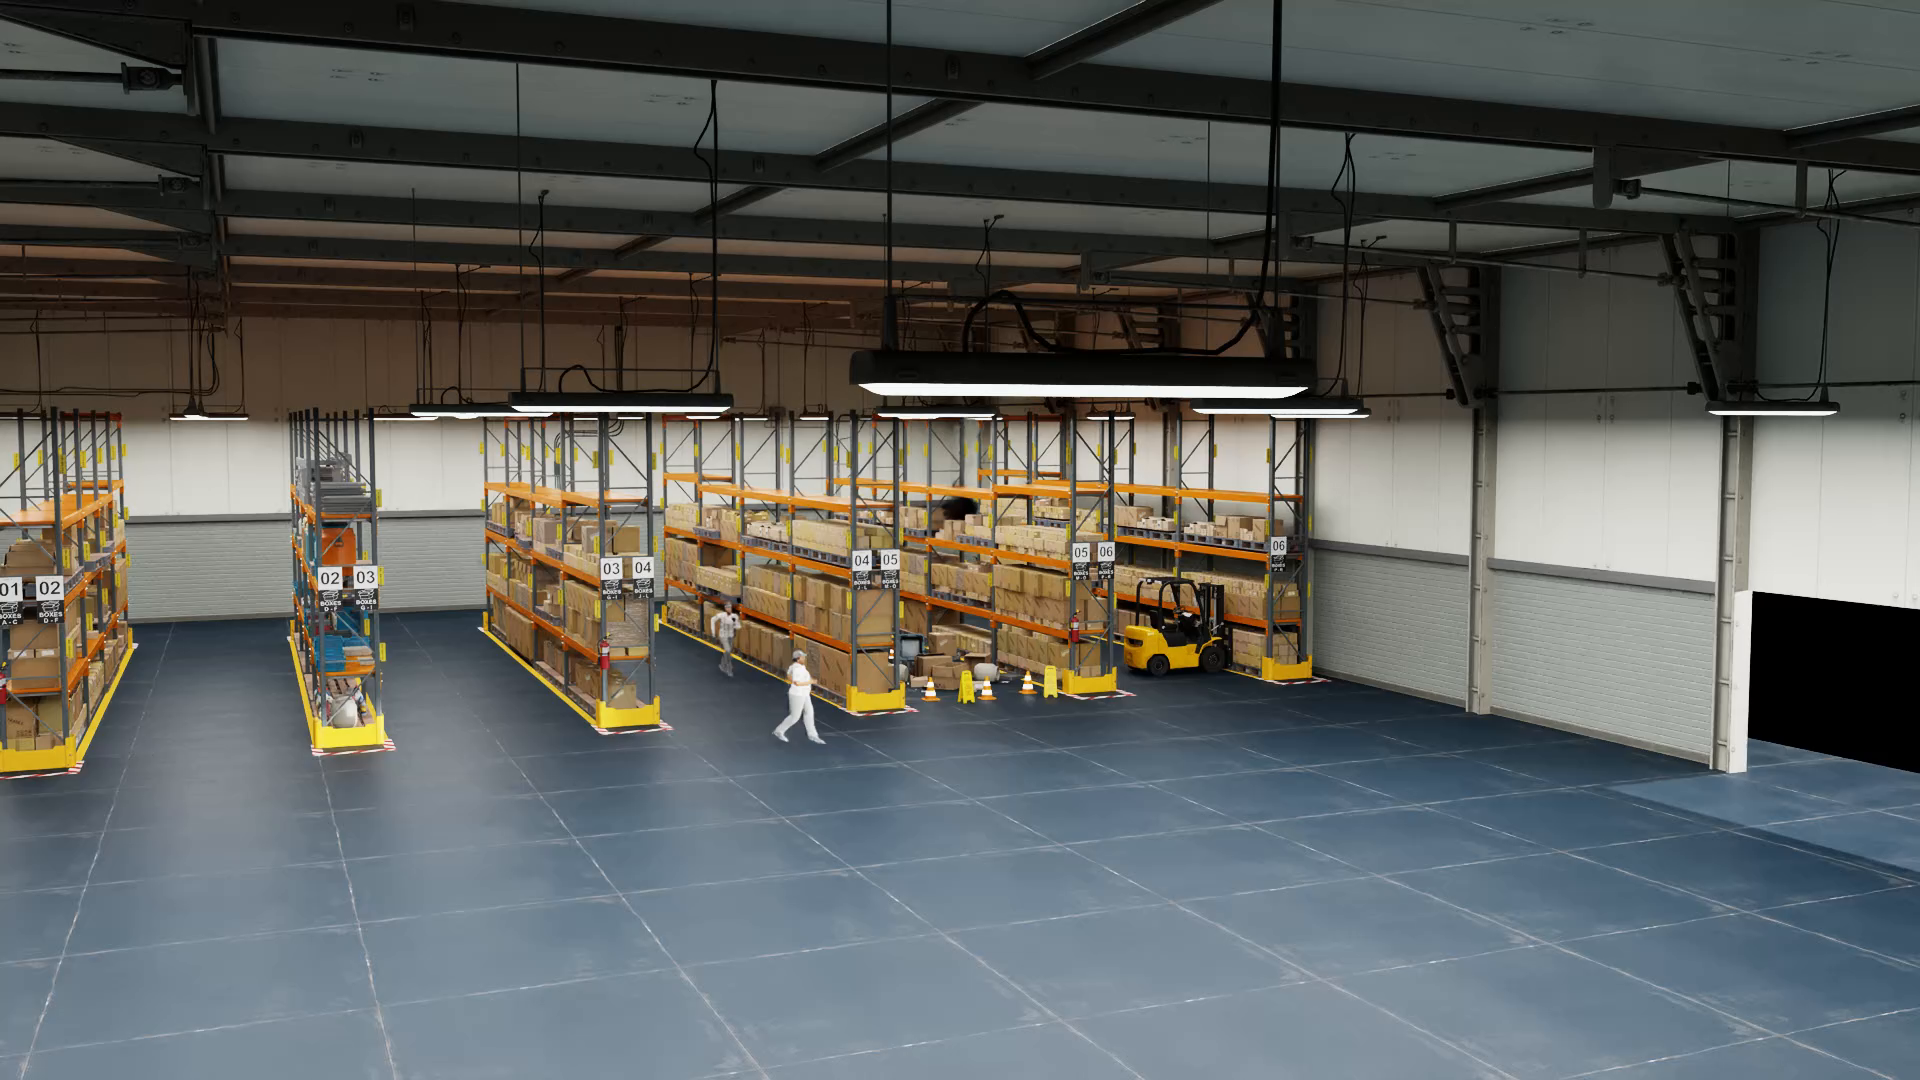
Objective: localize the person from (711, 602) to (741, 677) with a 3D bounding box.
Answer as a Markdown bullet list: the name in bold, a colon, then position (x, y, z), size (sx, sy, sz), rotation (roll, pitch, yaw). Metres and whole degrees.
- **person**: position (-5.303, 2.242, 37.800), size (0.636, 1.725, 0.798), rotation (-2, 4, -26)

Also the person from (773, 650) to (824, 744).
- **person**: position (-2.880, 2.803, 29.621), size (0.893, 1.688, 0.604), rotation (0, 4, 5)
